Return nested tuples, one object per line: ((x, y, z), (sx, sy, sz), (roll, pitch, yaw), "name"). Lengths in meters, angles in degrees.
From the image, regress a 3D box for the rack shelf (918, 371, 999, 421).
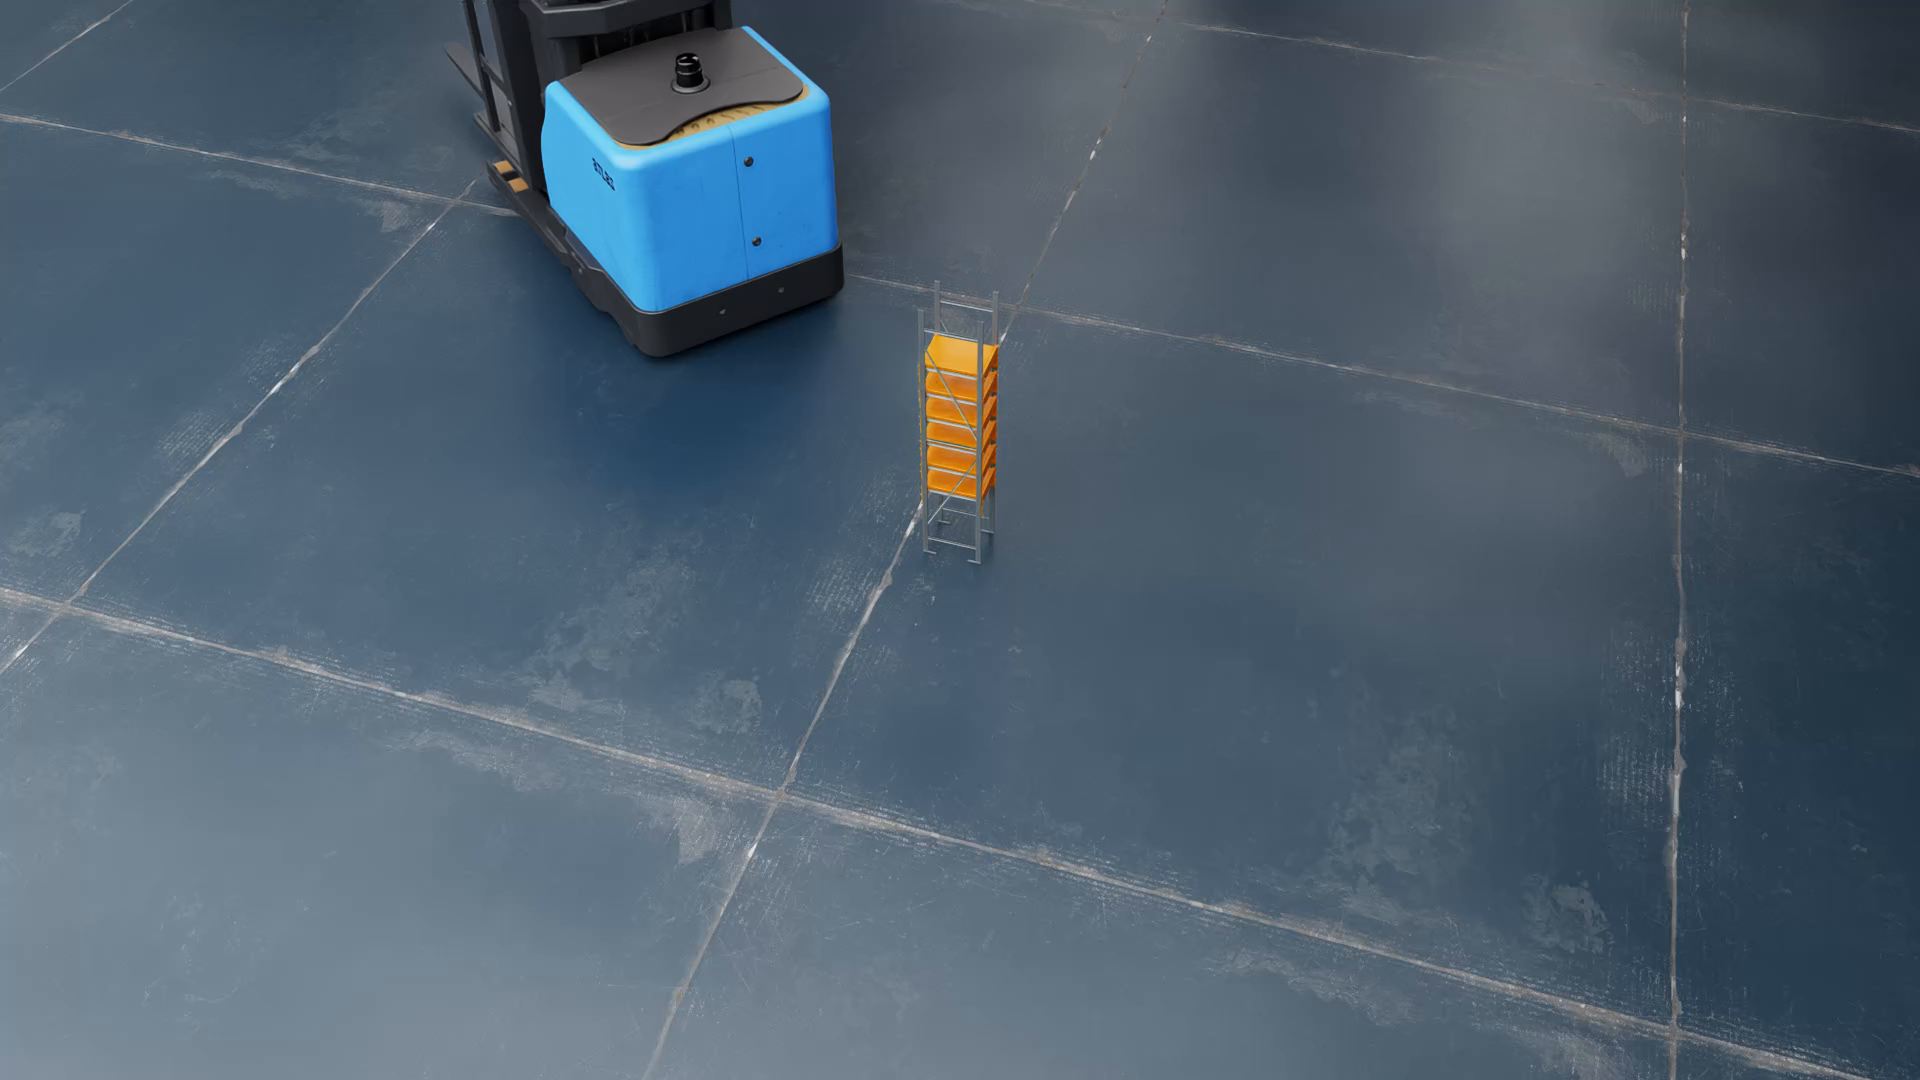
((-0.004, -0.559, 6.184), (0.258, 0.103, 0.180), (13, 46, 12), "rack shelf")

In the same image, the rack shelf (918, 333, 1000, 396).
((-0.004, -0.645, 6.100), (0.258, 0.103, 0.180), (13, 46, 12), "rack shelf")

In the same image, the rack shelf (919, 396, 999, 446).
((-0.004, -0.473, 6.268), (0.258, 0.103, 0.180), (13, 46, 12), "rack shelf")

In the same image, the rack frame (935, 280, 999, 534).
((0.023, -0.480, 6.383), (0.240, 1.200, 0.006), (13, 46, 12), "rack frame")

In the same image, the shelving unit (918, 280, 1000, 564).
((-0.004, -0.419, 6.321), (0.258, 1.200, 0.189), (13, 46, 12), "shelving unit")

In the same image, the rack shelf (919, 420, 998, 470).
((-0.004, -0.387, 6.352), (0.258, 0.103, 0.180), (13, 46, 12), "rack shelf")

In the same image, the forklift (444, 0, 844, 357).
((-1.769, -2.882, 7.599), (1.130, 2.935, 3.031), (-24, 49, -23), "forklift")

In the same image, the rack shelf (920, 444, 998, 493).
((-0.004, -0.302, 6.436), (0.258, 0.103, 0.180), (13, 46, 12), "rack shelf")

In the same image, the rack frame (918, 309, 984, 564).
((-0.032, -0.358, 6.258), (0.240, 1.200, 0.006), (13, 46, 12), "rack frame")

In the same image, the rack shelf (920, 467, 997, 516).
((-0.004, -0.216, 6.519), (0.258, 0.103, 0.180), (13, 46, 12), "rack shelf")
